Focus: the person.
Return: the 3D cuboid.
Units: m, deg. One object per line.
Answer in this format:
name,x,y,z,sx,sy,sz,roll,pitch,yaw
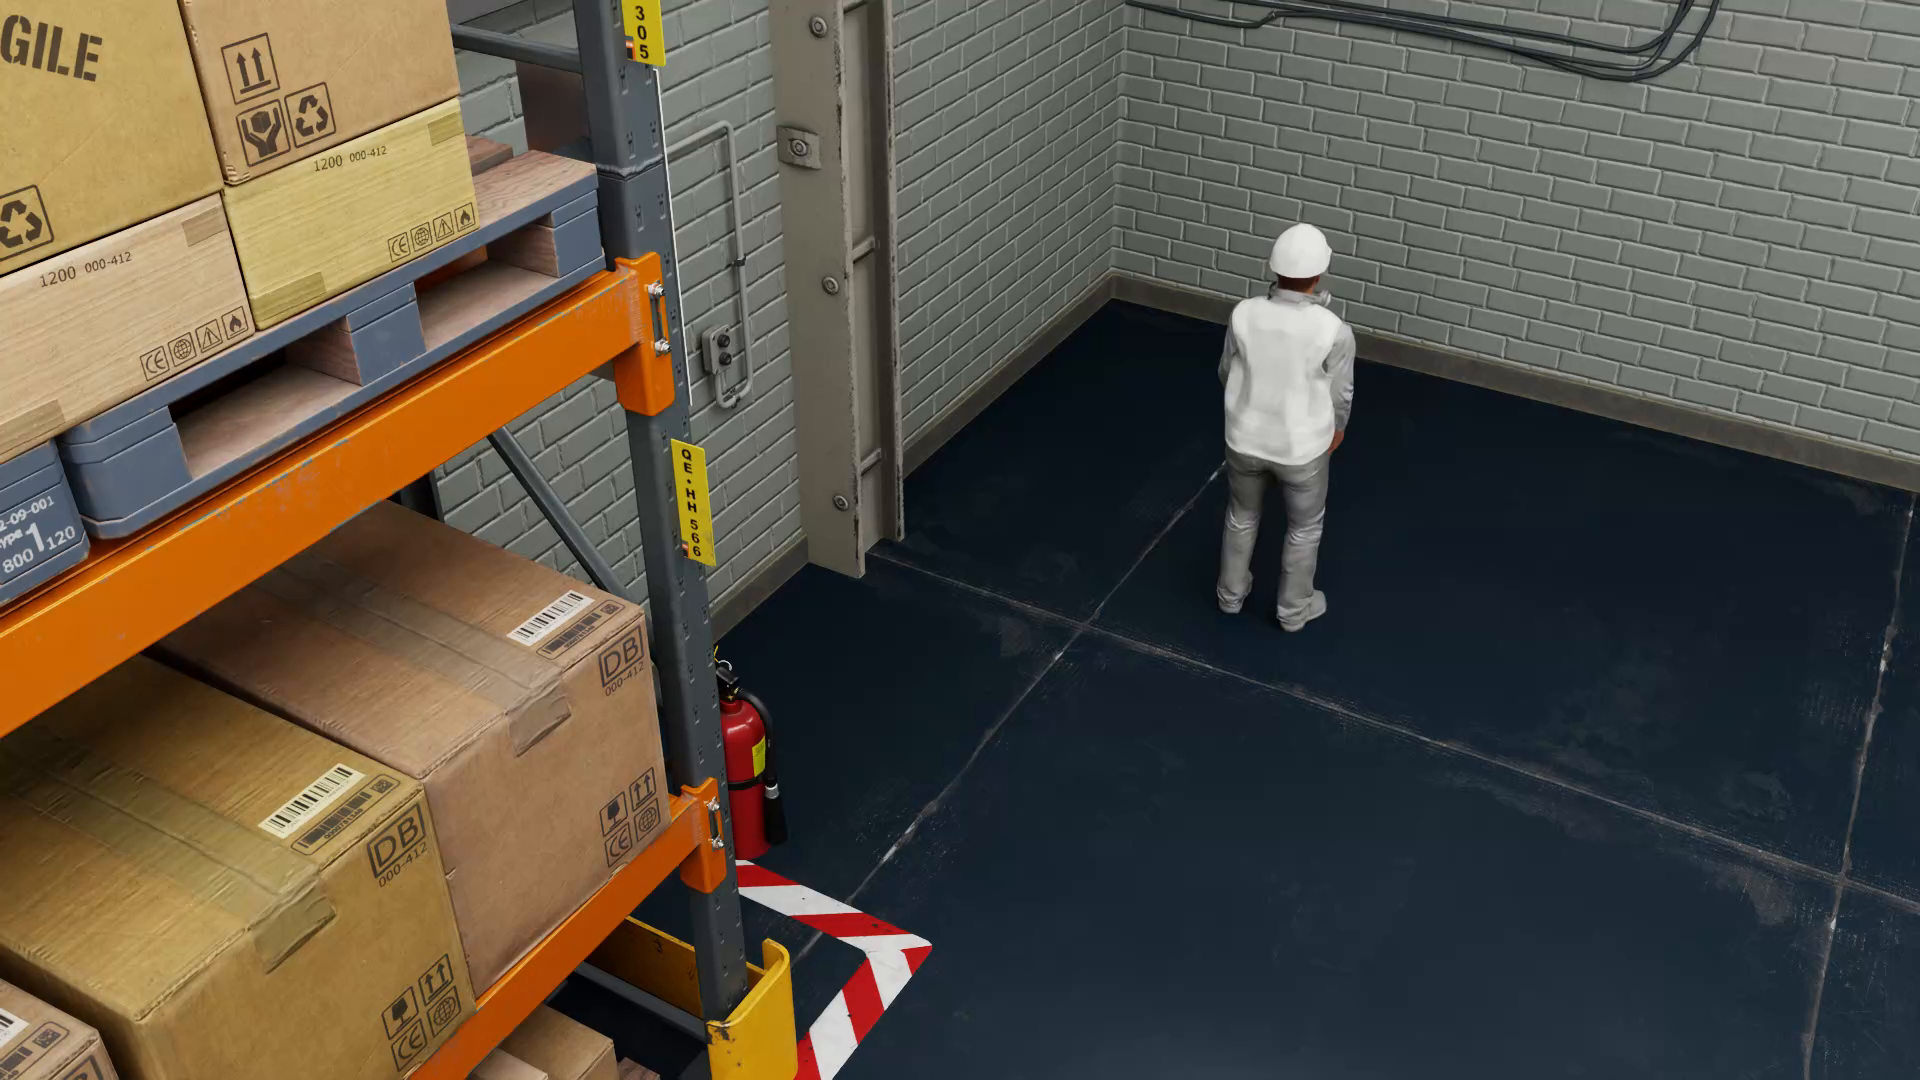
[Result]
person,1.297,-0.432,6.756,0.553,1.778,0.435,17,37,23
